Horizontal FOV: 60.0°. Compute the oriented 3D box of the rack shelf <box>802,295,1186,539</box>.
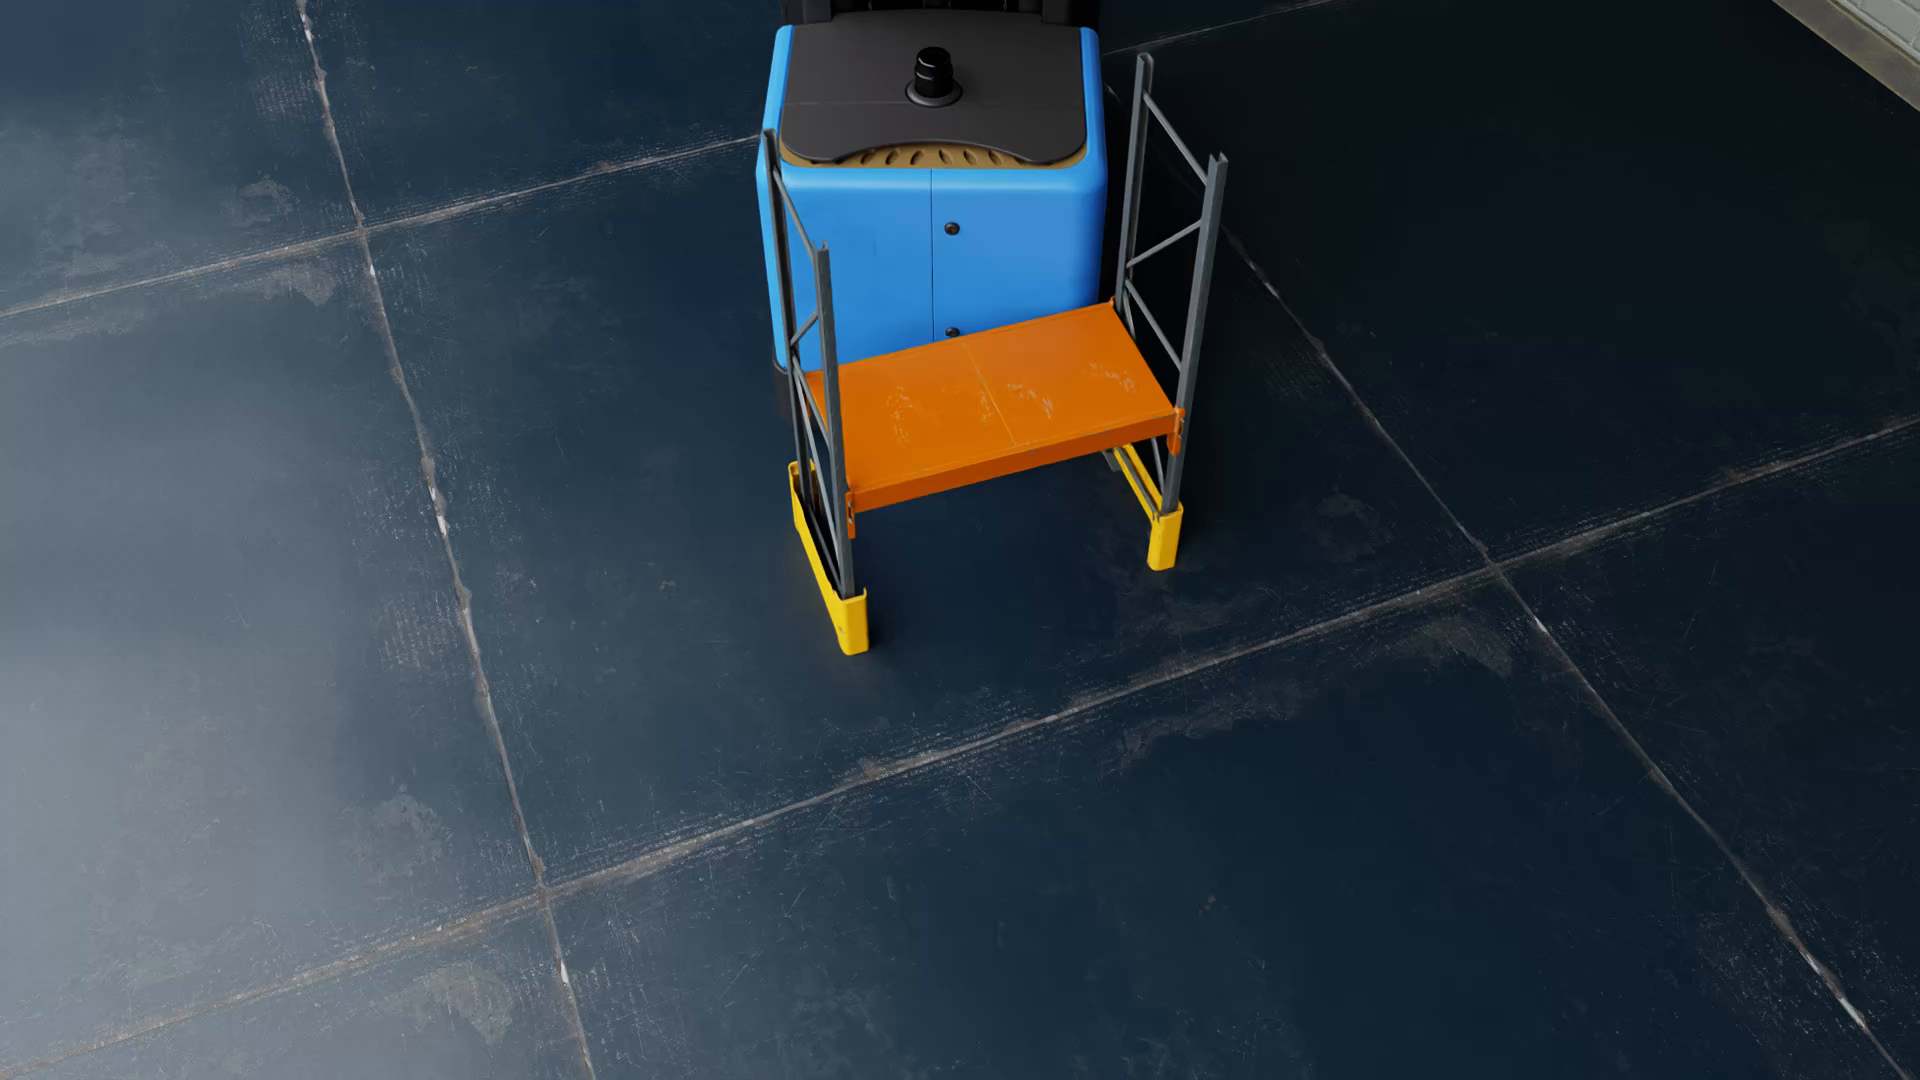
[{"bbox_3d":[0.081,-0.370,4.816,1.000,0.185,0.538,-15,51,-12],"label":"rack shelf"}]

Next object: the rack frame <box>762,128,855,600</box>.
[{"bbox_3d":[-0.399,-0.361,4.571,0.032,1.500,0.500,-15,51,-12],"label":"rack frame"}]

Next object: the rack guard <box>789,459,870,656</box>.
[{"bbox_3d":[-0.398,0.046,5.045,0.087,0.250,0.587,-15,51,-12],"label":"rack guard"}]

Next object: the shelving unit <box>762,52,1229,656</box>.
[{"bbox_3d":[0.073,-0.485,4.677,1.083,1.500,0.587,-15,51,-12],"label":"shelving unit"}]

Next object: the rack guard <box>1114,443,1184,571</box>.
[{"bbox_3d":[0.543,-0.201,5.258,0.087,0.250,0.587,-15,51,-12],"label":"rack guard"}]

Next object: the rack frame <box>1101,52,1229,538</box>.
[{"bbox_3d":[0.562,-0.613,4.787,0.032,1.500,0.500,-15,51,-12],"label":"rack frame"}]

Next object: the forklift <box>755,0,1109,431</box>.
[{"bbox_3d":[-0.064,-2.413,5.390,1.130,2.935,3.031,1,49,0],"label":"forklift"}]
